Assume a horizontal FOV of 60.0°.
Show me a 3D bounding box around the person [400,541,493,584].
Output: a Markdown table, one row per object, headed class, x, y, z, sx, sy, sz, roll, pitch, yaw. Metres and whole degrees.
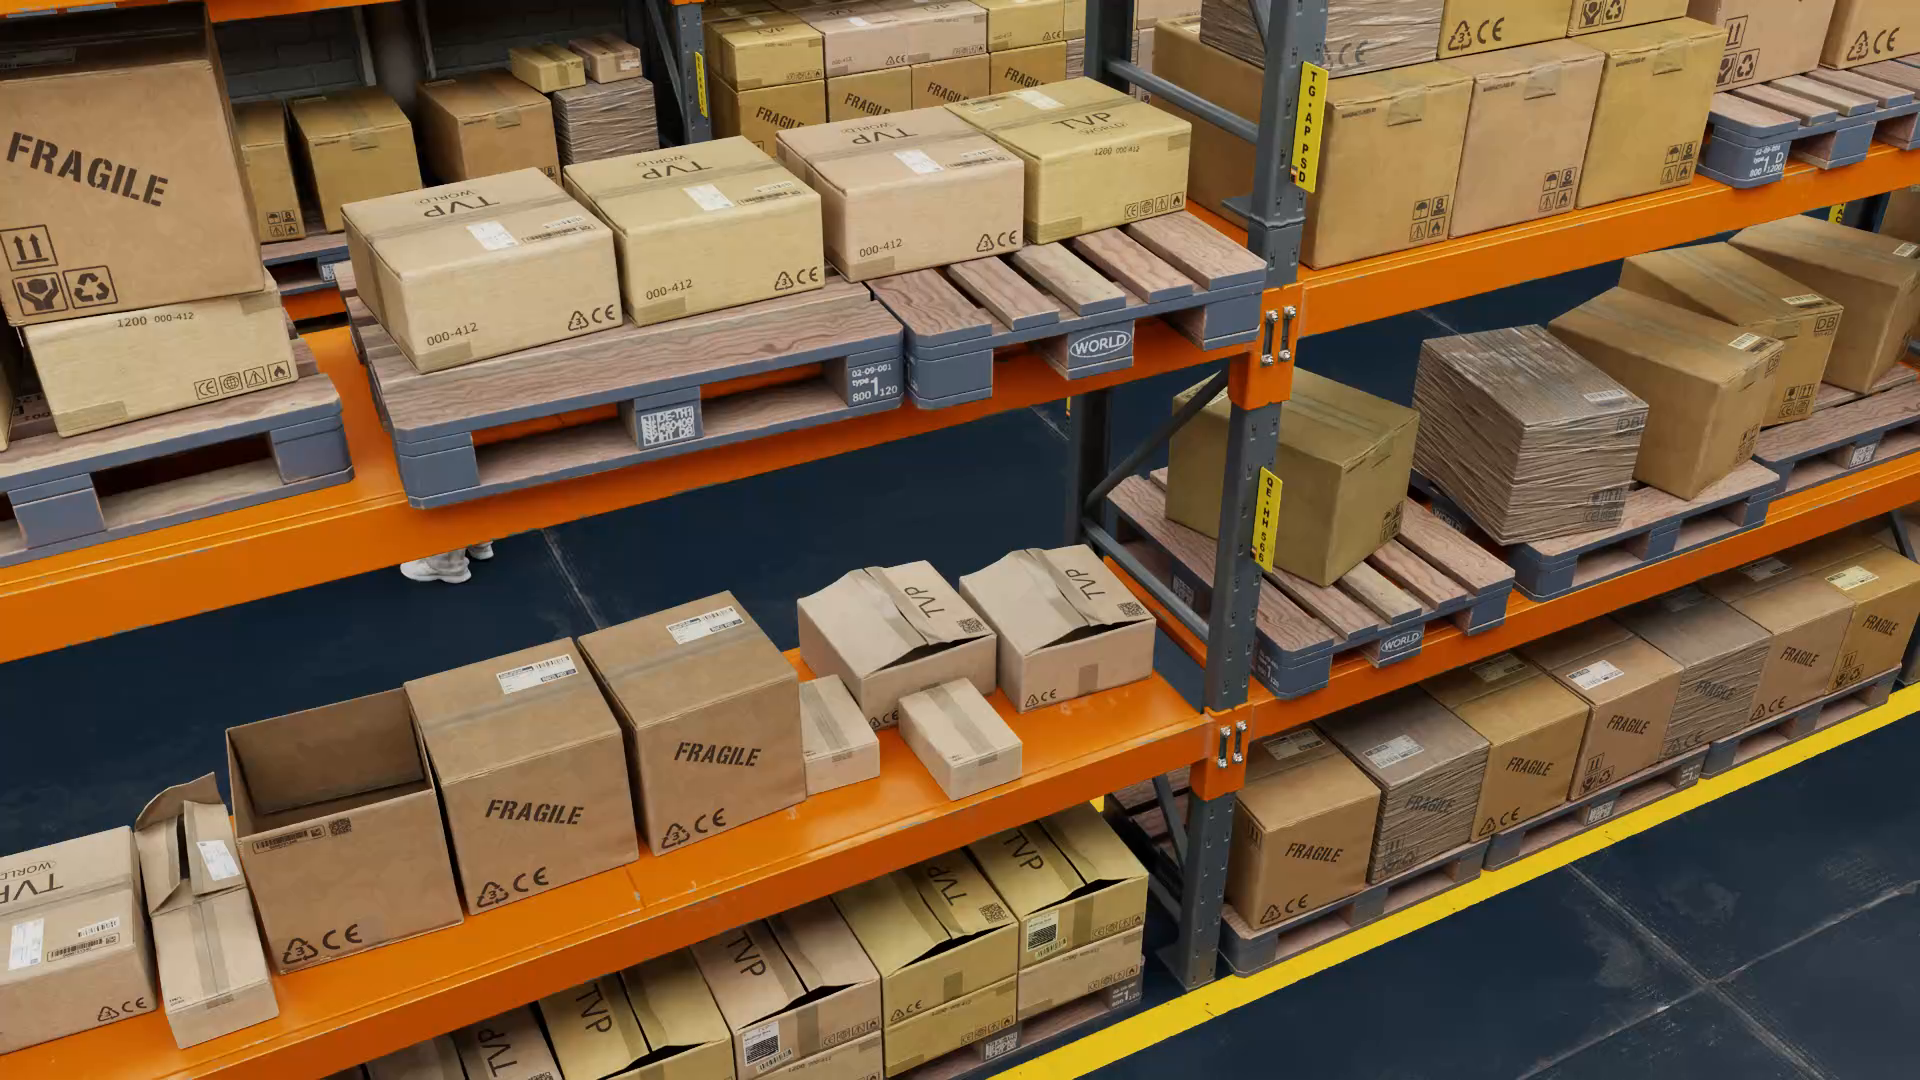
| class | x | y | z | sx | sy | sz | roll | pitch | yaw |
| --- | --- | --- | --- | --- | --- | --- | --- | --- | --- |
| person | -2.635 | -0.618 | 8.111 | 0.391 | 1.782 | 0.547 | 12 | 35 | 18 |
